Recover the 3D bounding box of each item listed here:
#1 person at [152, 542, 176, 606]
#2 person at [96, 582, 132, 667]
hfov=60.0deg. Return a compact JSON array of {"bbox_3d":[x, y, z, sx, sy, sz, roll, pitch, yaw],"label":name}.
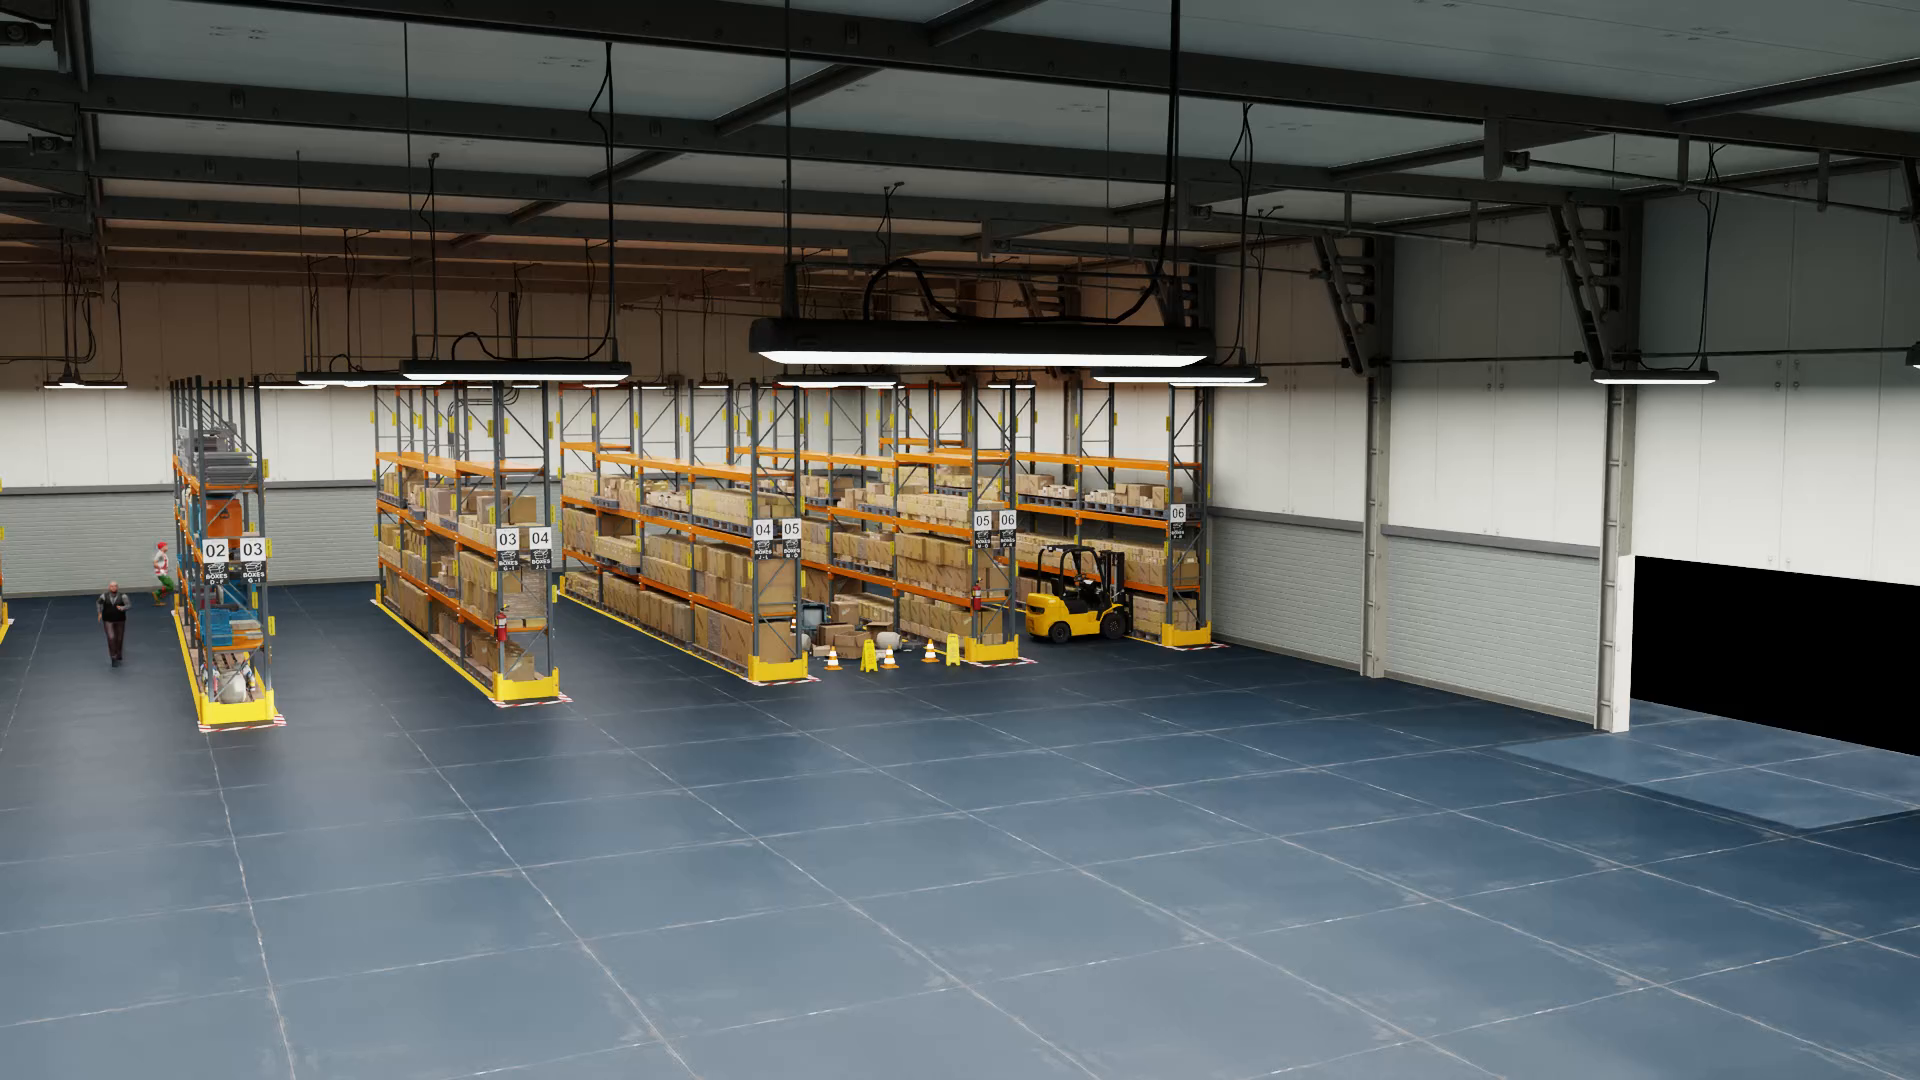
[{"bbox_3d":[-21.373,0.900,44.627,0.561,1.699,0.631,-2,5,-17],"label":"person"},{"bbox_3d":[-17.756,1.737,34.936,0.637,1.752,0.910,-3,6,-31],"label":"person"}]
